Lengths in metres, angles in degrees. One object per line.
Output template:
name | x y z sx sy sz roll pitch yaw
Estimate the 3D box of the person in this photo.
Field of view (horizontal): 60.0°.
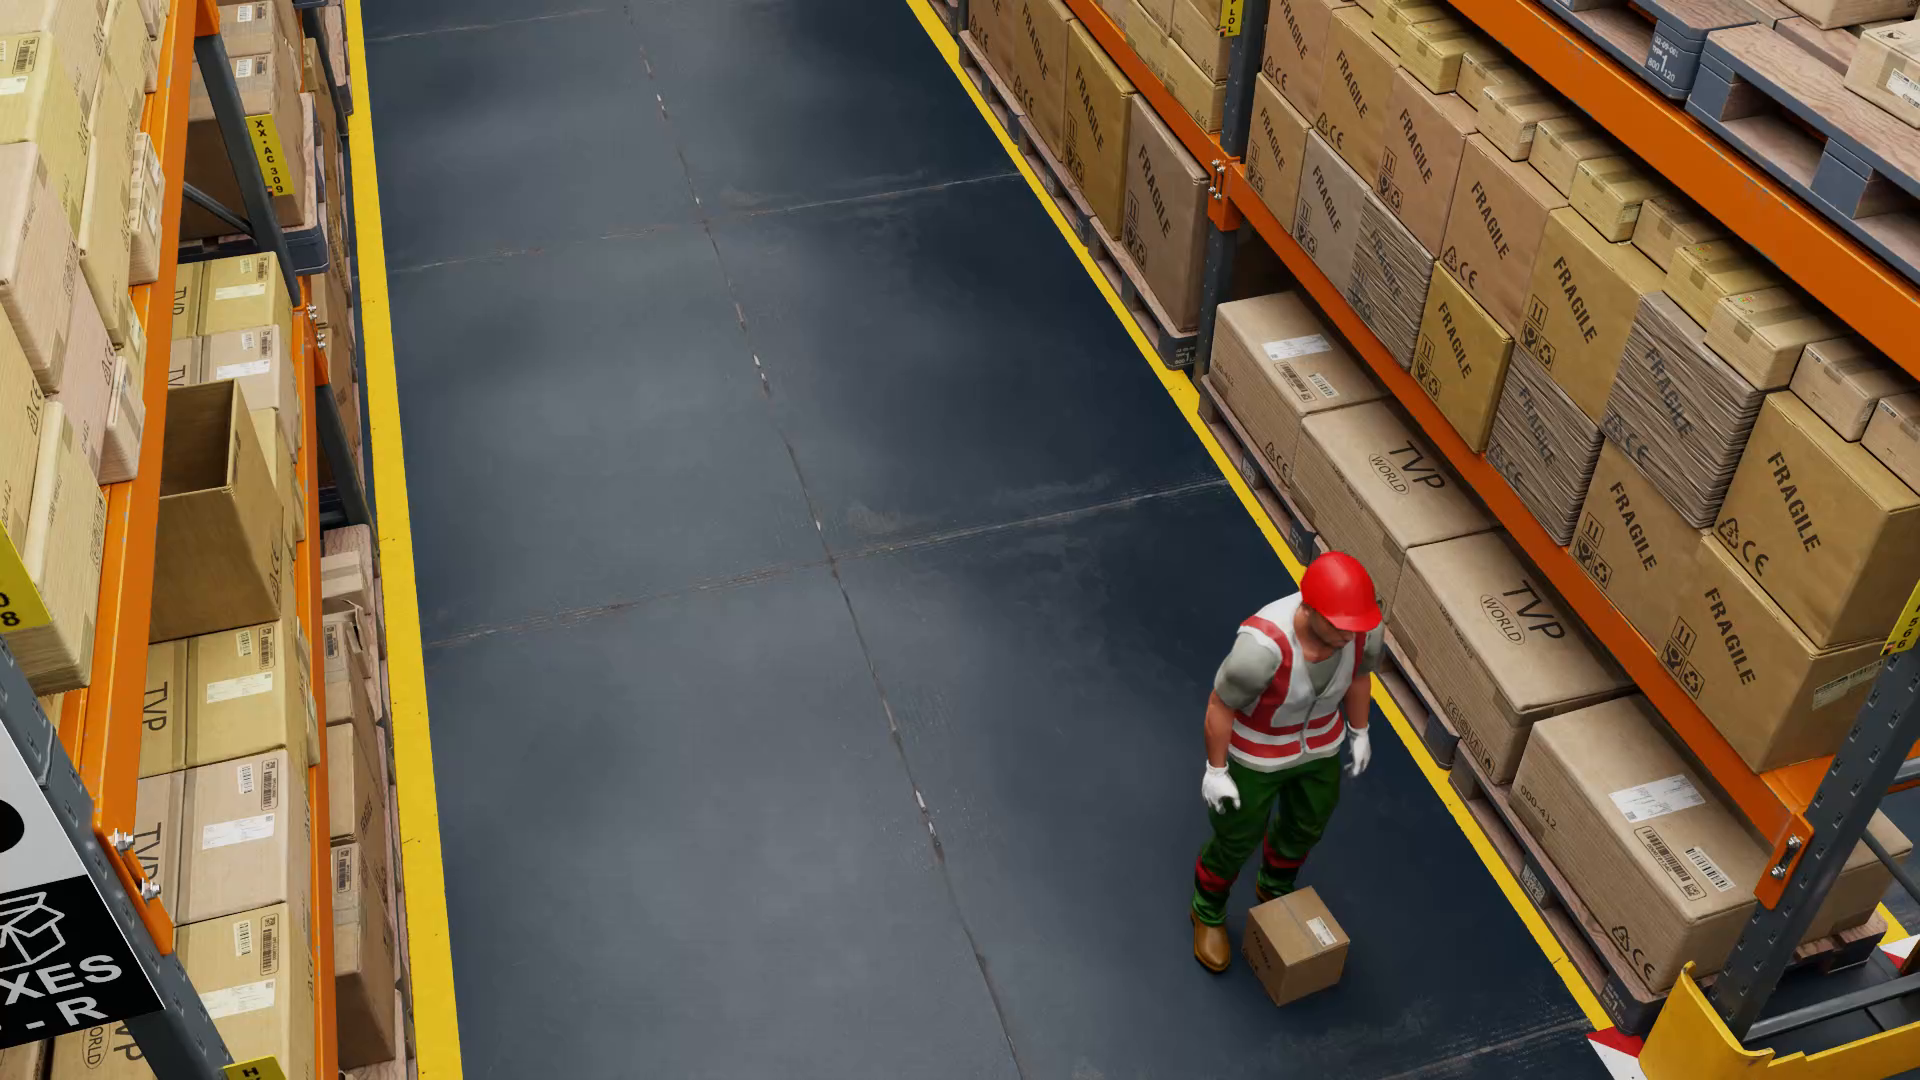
person | 1.057 0.694 5.373 0.607 1.779 0.451 -13 44 -14
